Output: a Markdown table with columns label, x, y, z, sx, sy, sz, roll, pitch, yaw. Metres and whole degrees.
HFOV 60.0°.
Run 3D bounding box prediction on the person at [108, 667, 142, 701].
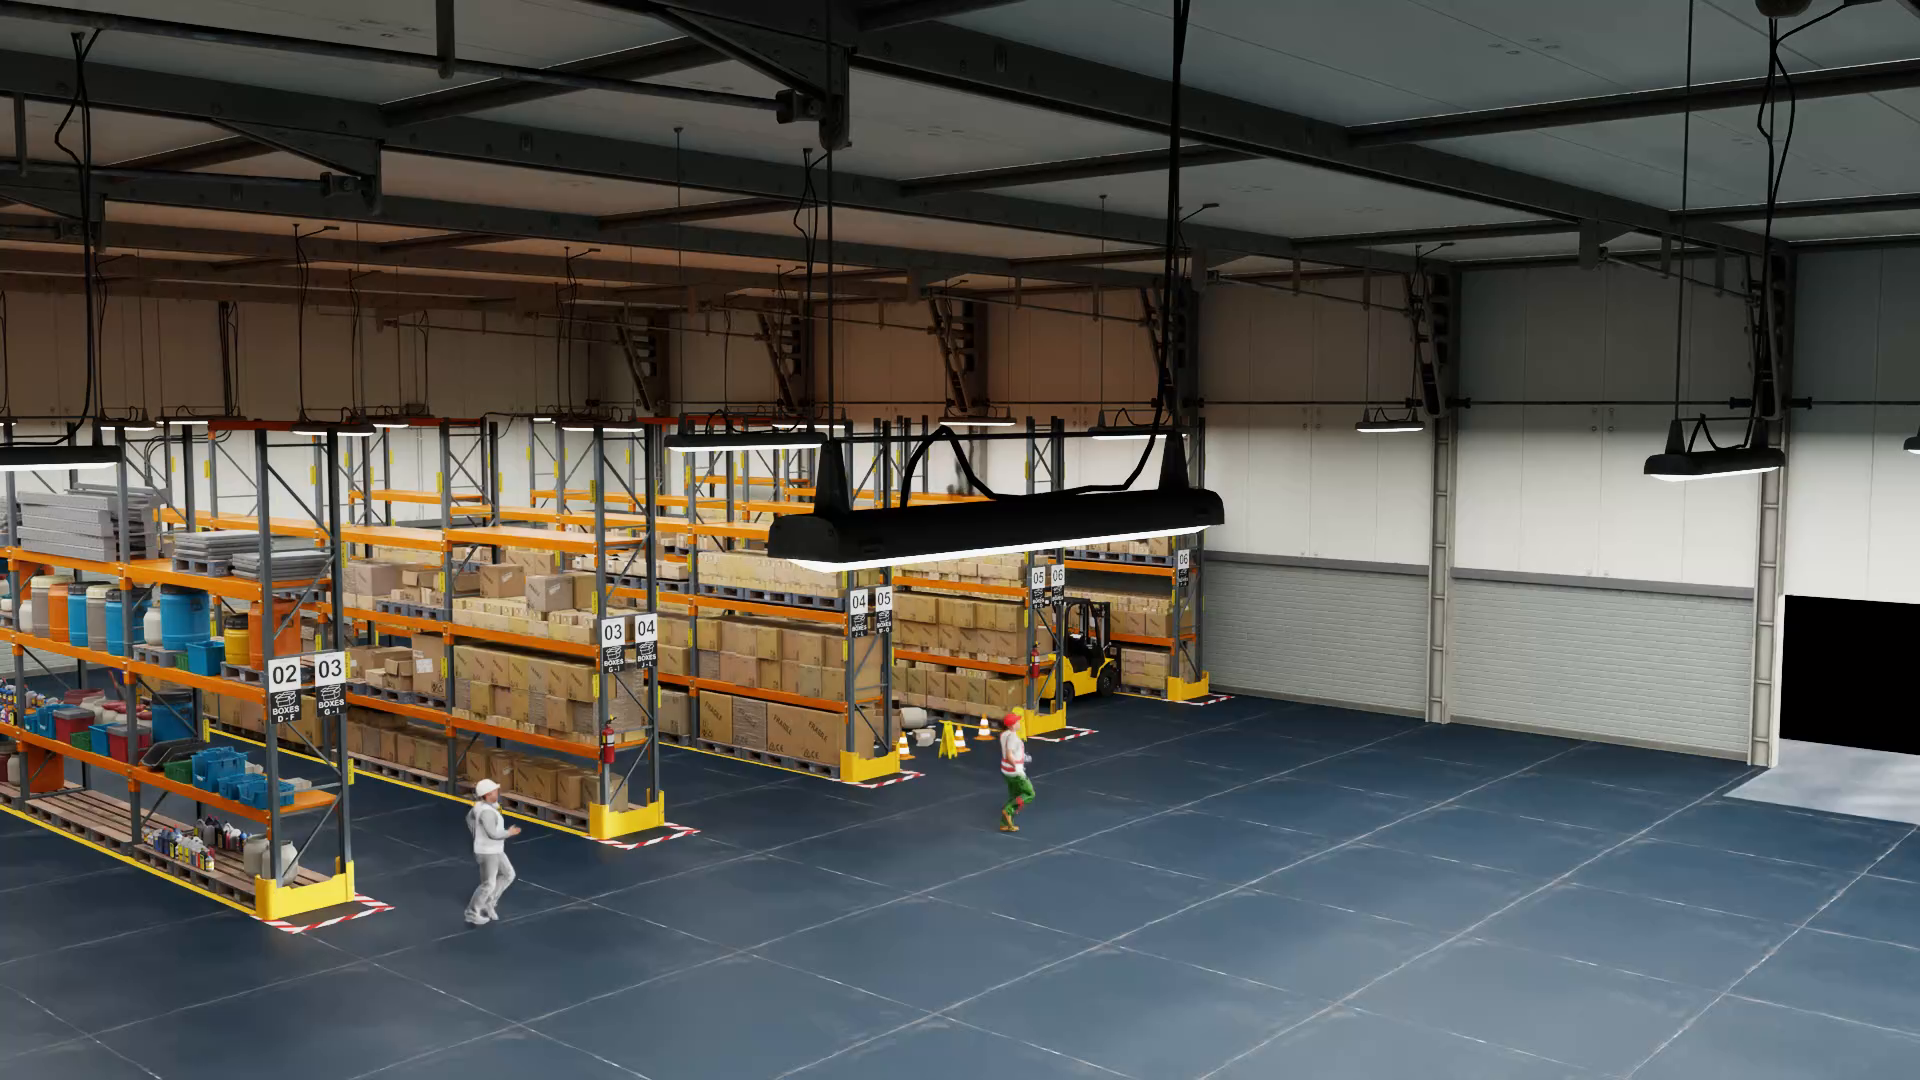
| label | x | y | z | sx | sy | sz | roll | pitch | yaw |
| --- | --- | --- | --- | --- | --- | --- | --- | --- | --- |
| person | -16.028 | 2.886 | 31.938 | 0.889 | 1.658 | 0.572 | 3 | 6 | 36 |

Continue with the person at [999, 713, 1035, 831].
| label | x | y | z | sx | sy | sz | roll | pitch | yaw |
| --- | --- | --- | --- | --- | --- | --- | --- | --- | --- |
| person | 0.837 | 3.420 | 24.538 | 0.575 | 1.748 | 0.655 | -2 | 5 | -20 |

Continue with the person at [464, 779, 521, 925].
| label | x | y | z | sx | sy | sz | roll | pitch | yaw |
| --- | --- | --- | --- | --- | --- | --- | --- | --- | --- |
| person | -5.665 | 3.774 | 20.136 | 0.689 | 1.790 | 0.670 | -1 | 5 | -16 |
